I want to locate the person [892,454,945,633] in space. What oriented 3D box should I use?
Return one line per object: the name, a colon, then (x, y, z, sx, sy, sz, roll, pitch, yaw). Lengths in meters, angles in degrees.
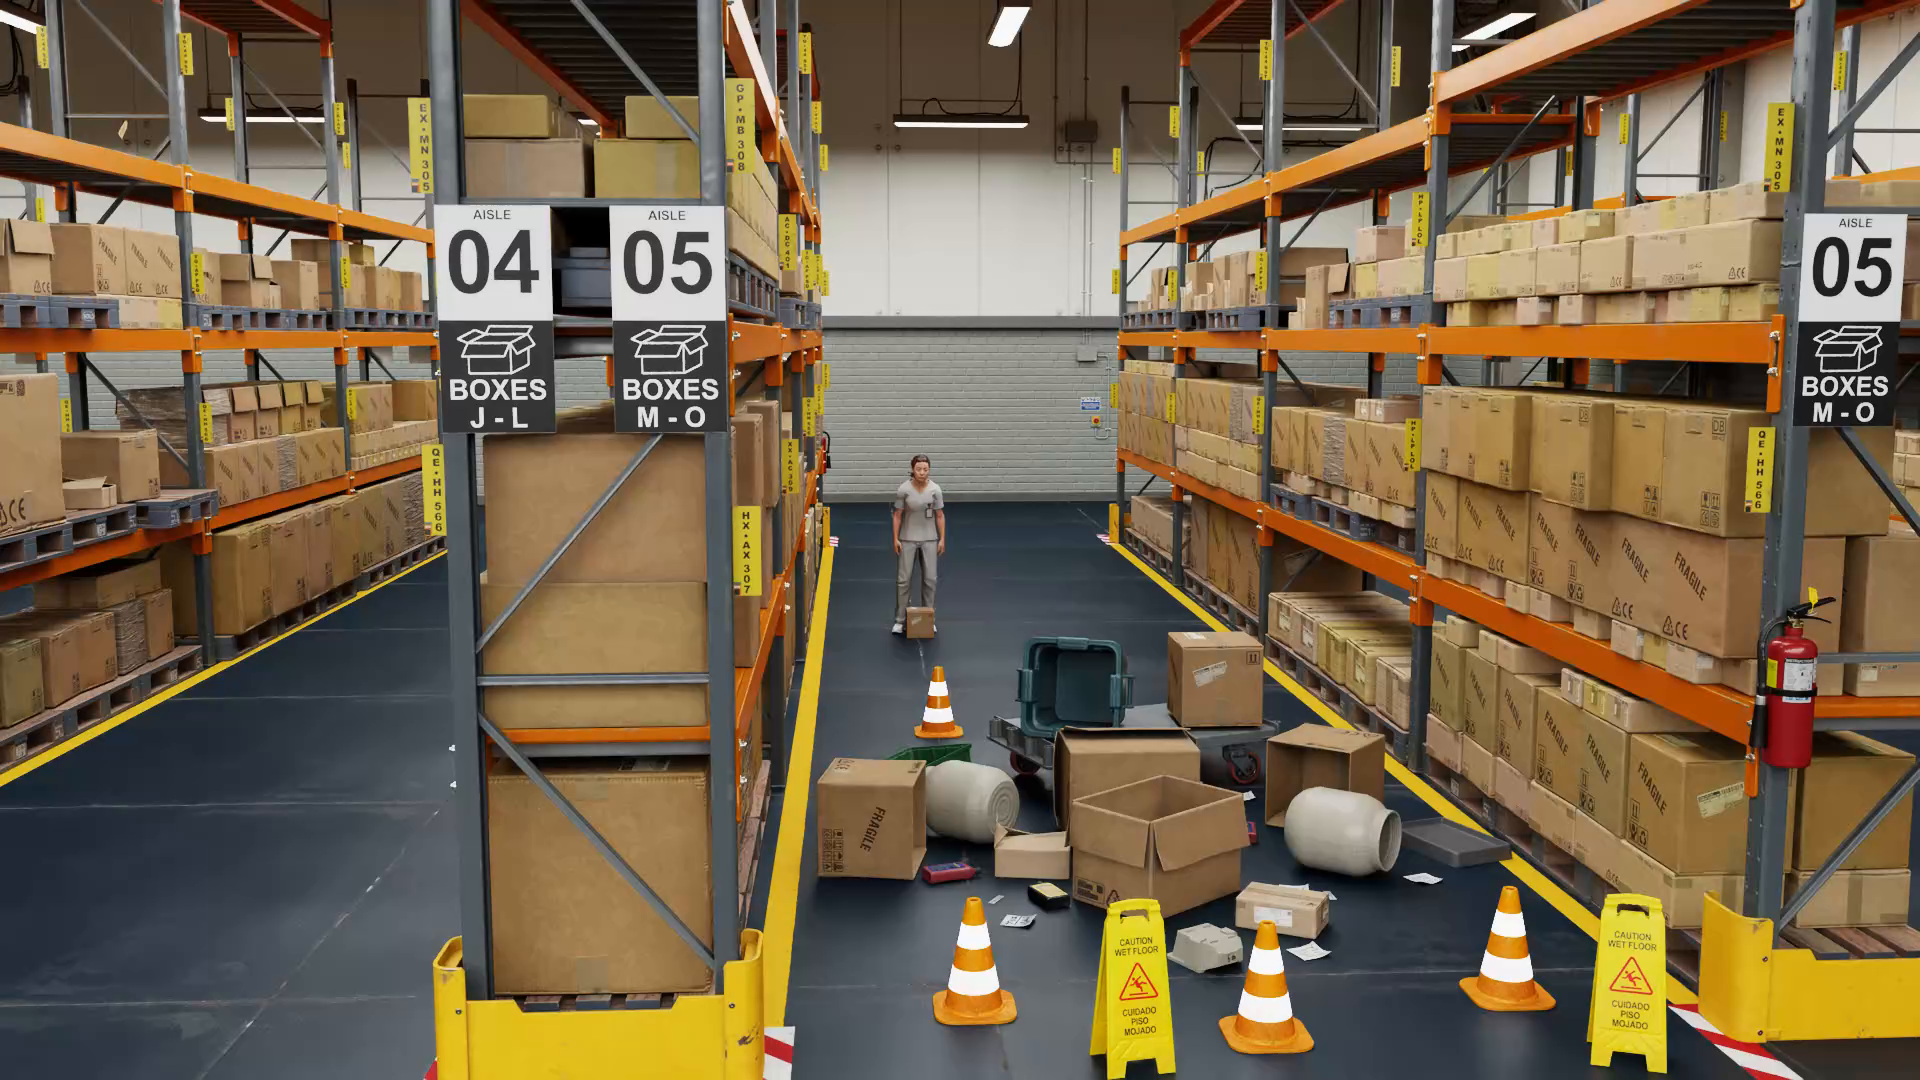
person: (-0.392, 0.027, 15.534, 0.513, 1.673, 0.355, -1, 7, -6)
